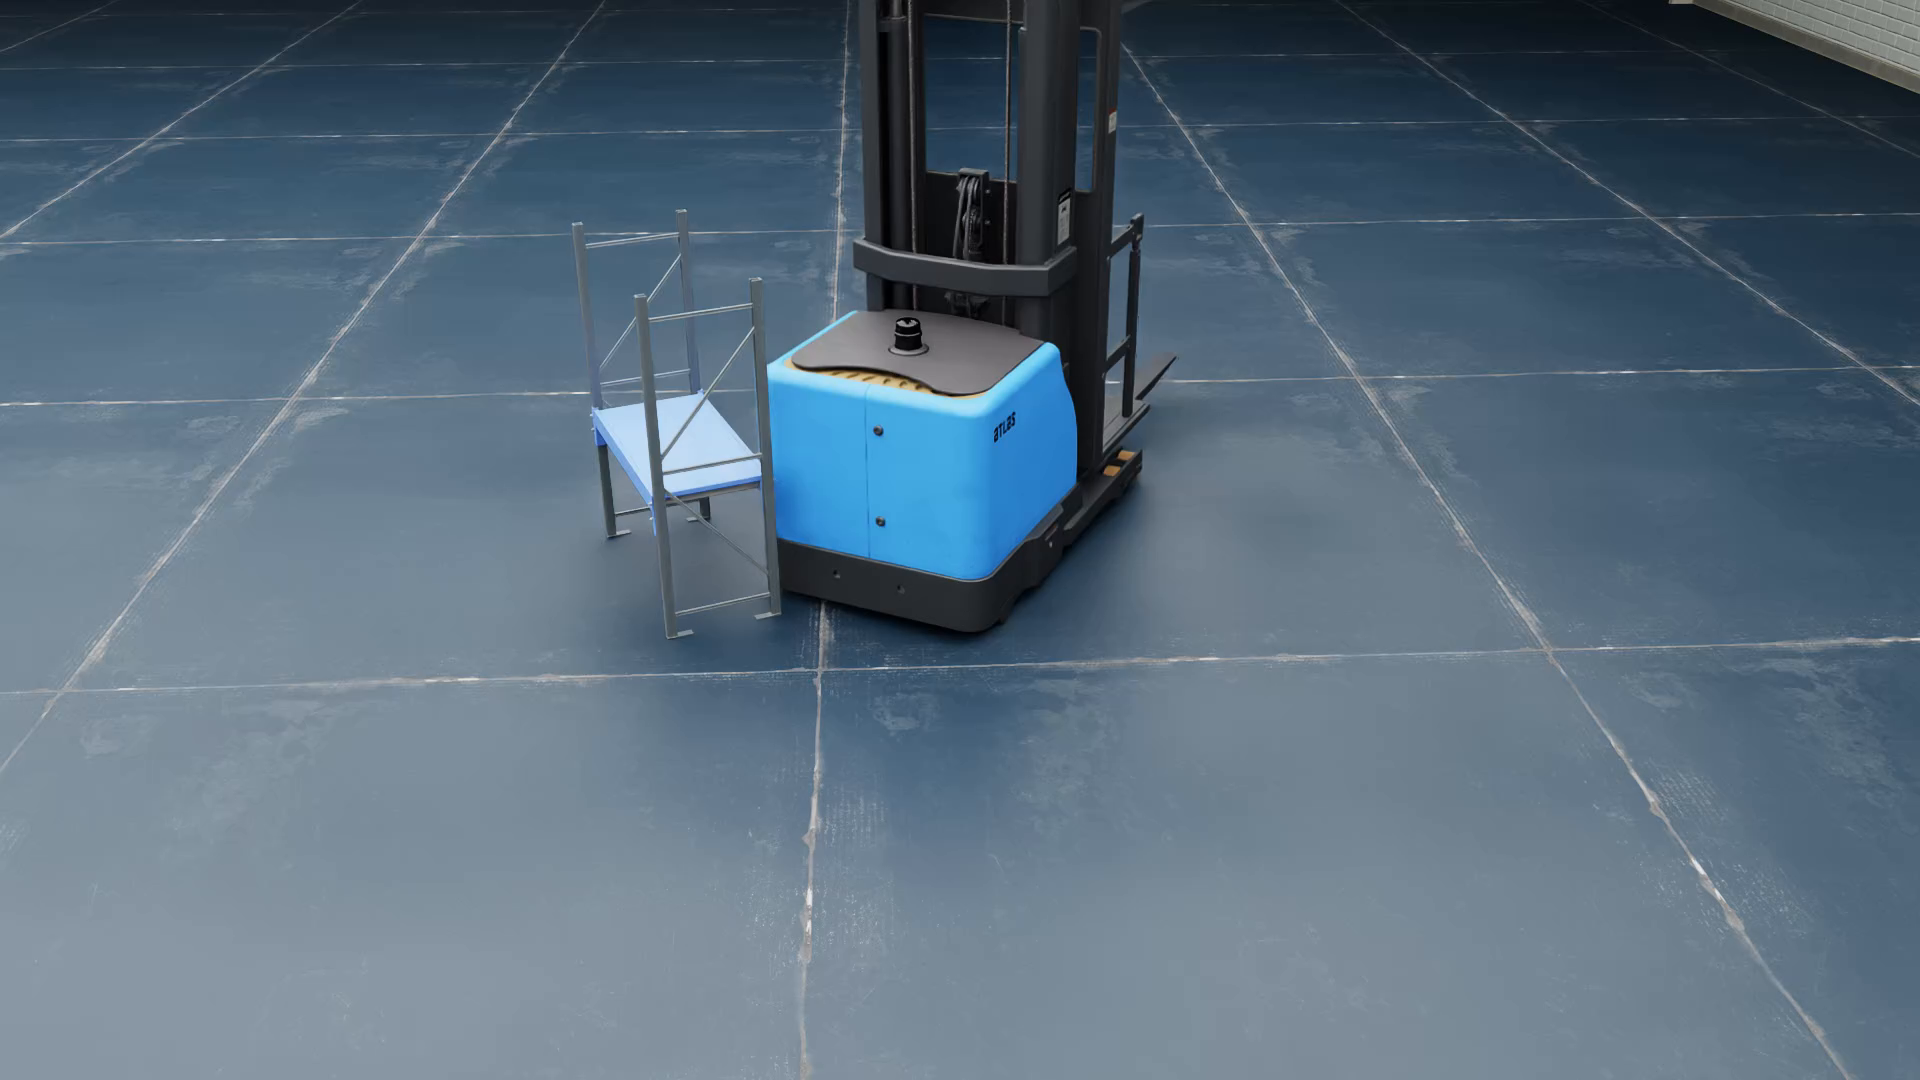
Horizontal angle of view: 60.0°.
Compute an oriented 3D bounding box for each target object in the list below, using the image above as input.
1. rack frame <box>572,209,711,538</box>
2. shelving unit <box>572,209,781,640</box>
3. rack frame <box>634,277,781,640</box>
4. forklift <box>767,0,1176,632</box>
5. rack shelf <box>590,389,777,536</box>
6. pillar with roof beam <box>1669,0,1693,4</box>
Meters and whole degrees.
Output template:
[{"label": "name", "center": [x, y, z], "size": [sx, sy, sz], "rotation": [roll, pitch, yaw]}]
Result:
[{"label": "rack frame", "center": [-1.425, -0.728, 7.525], "size": [0.500, 1.500, 0.032], "rotation": [-12, 30, -22]}, {"label": "shelving unit", "center": [-1.212, -0.515, 7.115], "size": [0.538, 1.500, 1.048], "rotation": [-12, 30, -22]}, {"label": "rack frame", "center": [-0.999, -0.301, 6.706], "size": [0.500, 1.500, 0.032], "rotation": [-12, 30, -22]}, {"label": "forklift", "center": [0.258, -1.575, 7.600], "size": [1.130, 2.935, 3.031], "rotation": [12, 30, 22]}, {"label": "rack shelf", "center": [-1.212, -0.355, 7.198], "size": [0.538, 0.185, 1.000], "rotation": [-12, 30, -22]}, {"label": "pillar with roof beam", "center": [4.520, -10.532, 18.211], "size": [9.100, 9.000, 0.400], "rotation": [-1, 28, -3]}]
